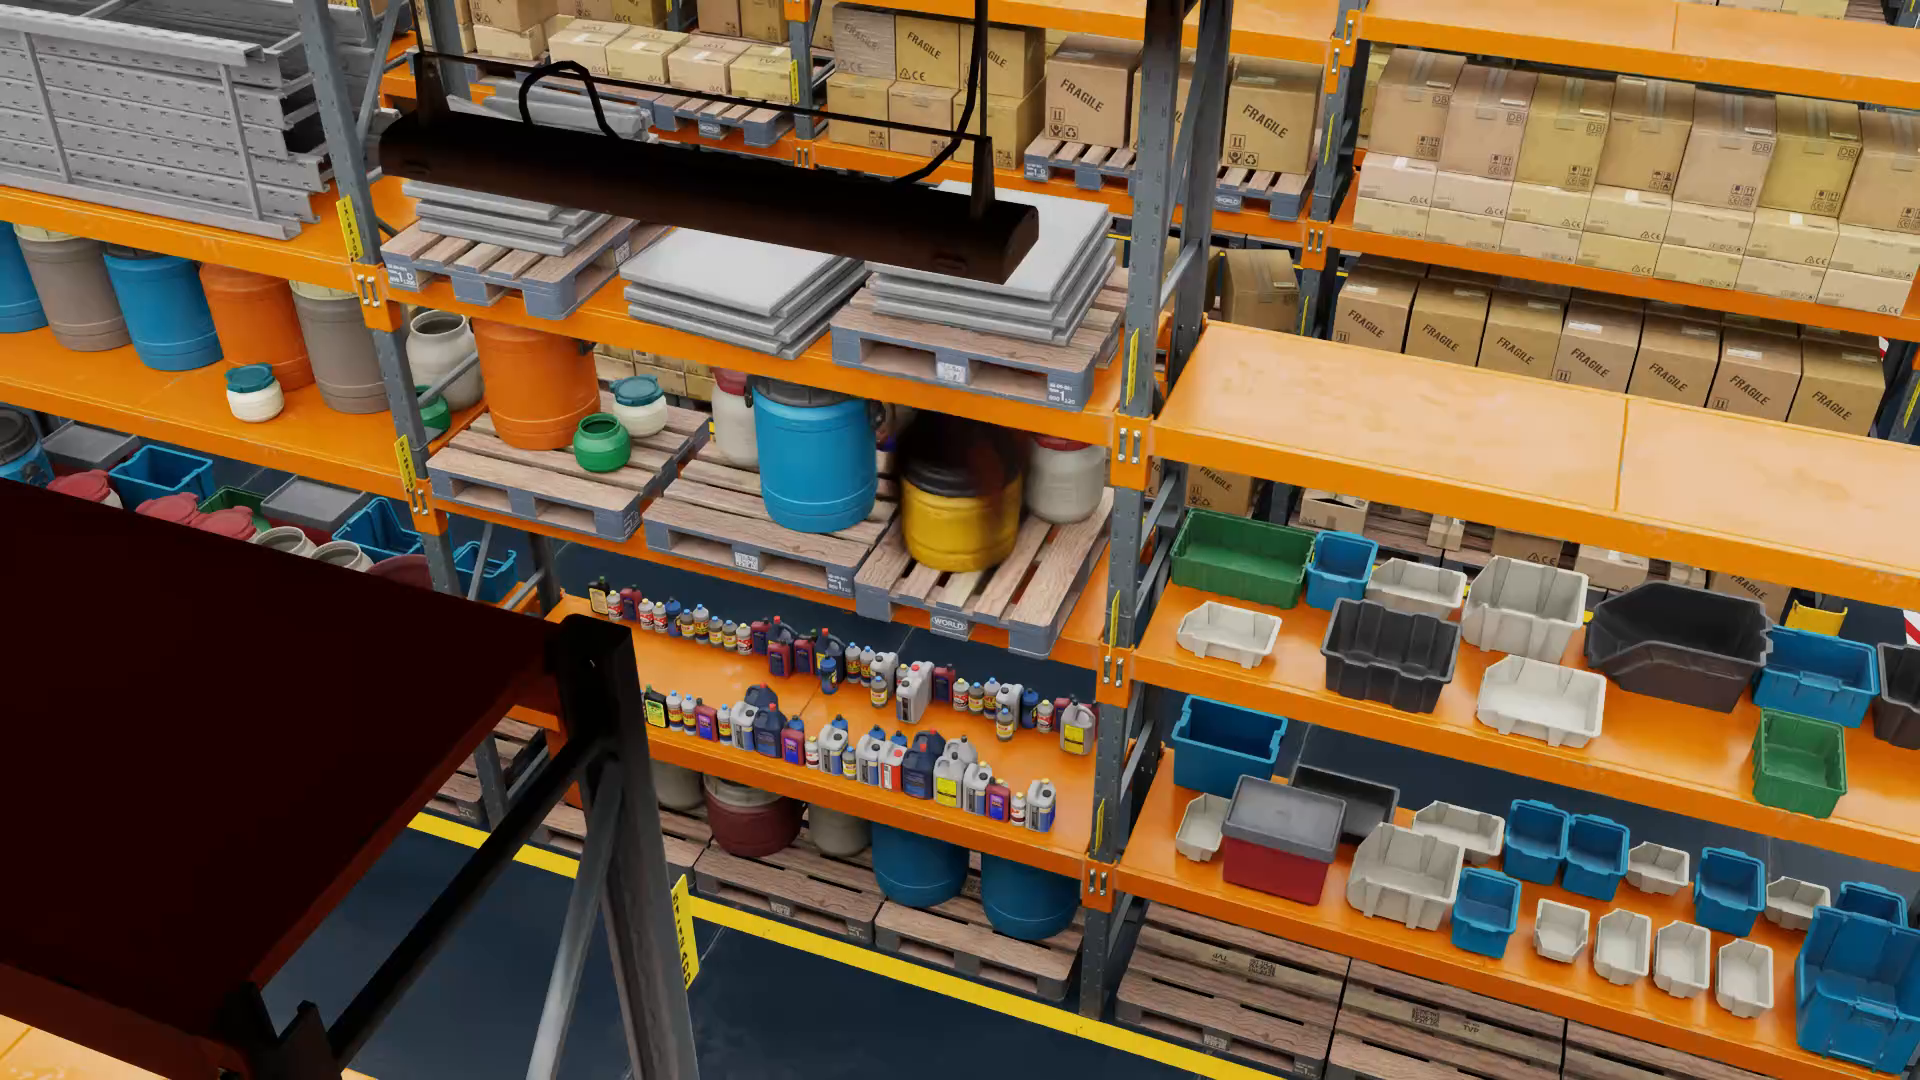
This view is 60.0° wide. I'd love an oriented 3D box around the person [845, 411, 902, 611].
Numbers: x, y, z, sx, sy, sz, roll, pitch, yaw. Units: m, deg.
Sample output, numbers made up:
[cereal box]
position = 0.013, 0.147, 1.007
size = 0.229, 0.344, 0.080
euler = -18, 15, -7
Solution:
[person]
position = -0.584, -0.159, 12.080
size = 0.543, 1.724, 0.378
euler = 26, 44, 31
